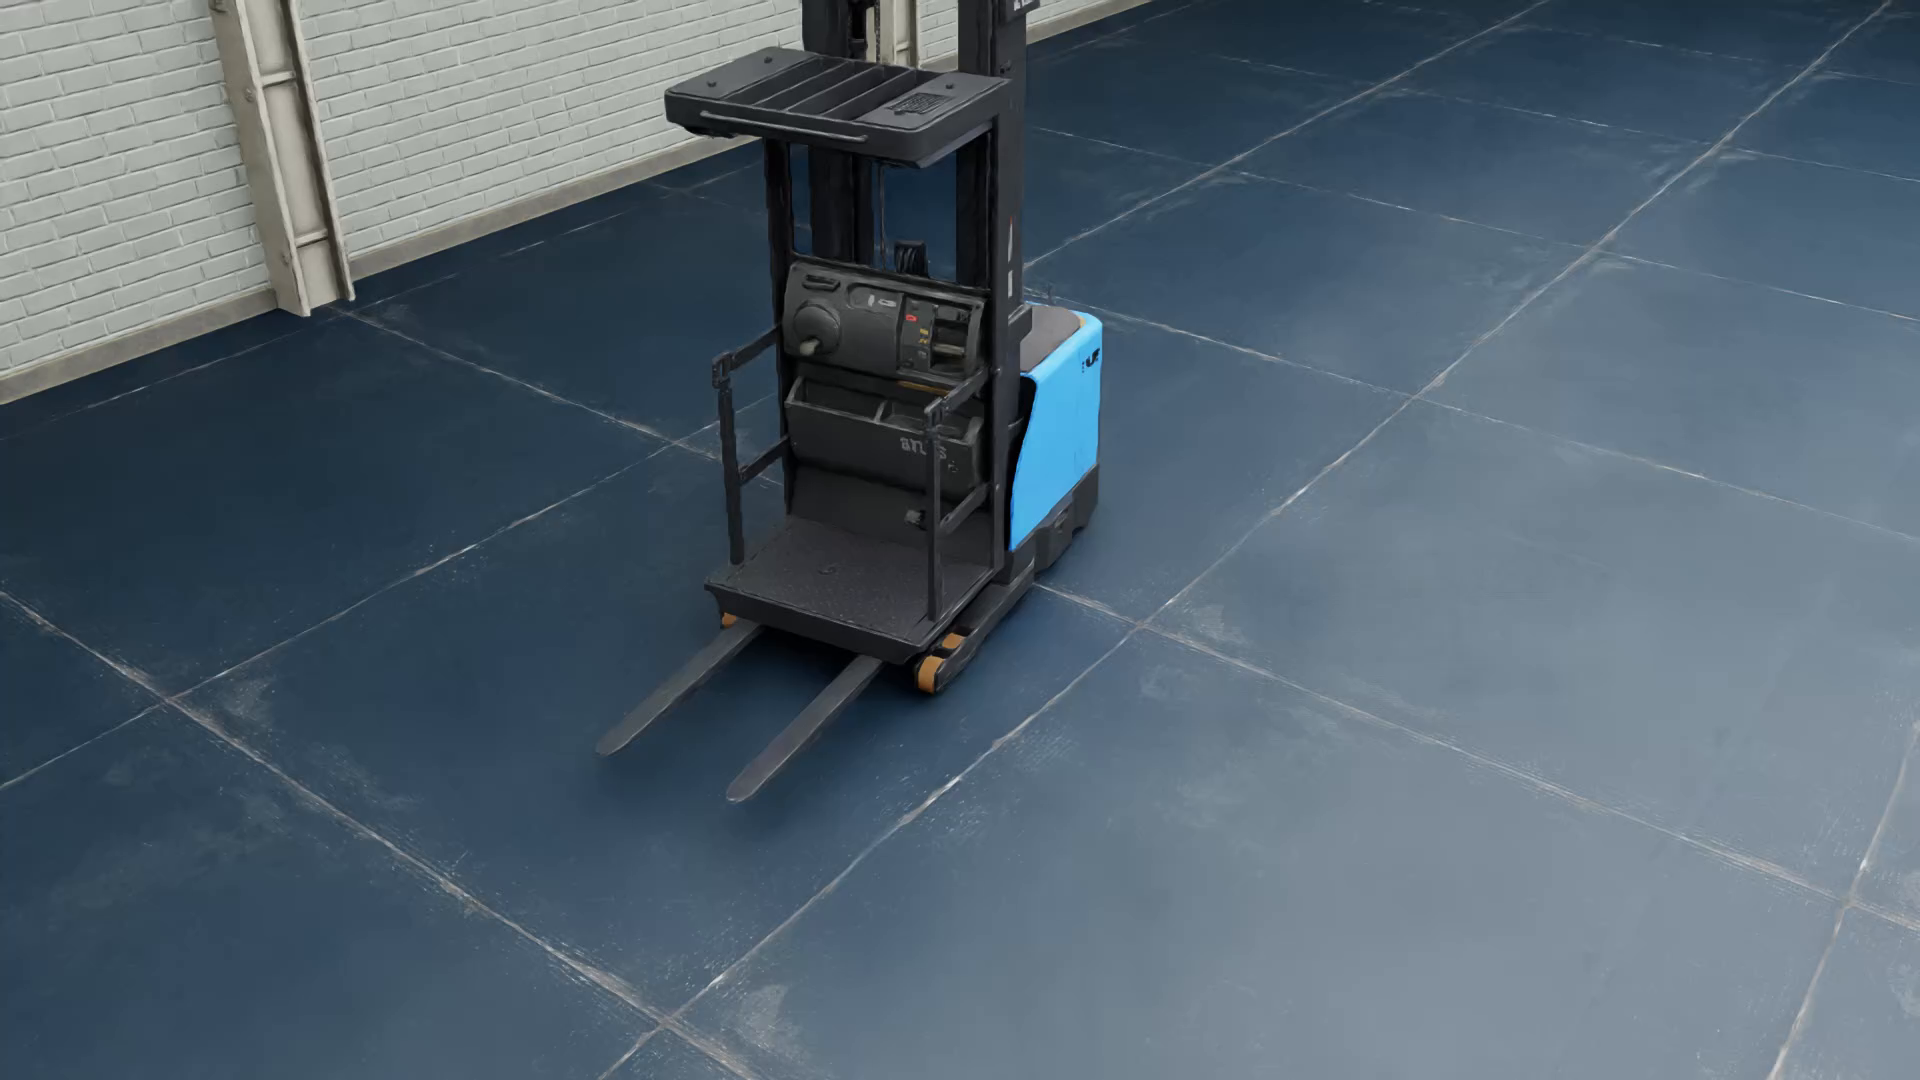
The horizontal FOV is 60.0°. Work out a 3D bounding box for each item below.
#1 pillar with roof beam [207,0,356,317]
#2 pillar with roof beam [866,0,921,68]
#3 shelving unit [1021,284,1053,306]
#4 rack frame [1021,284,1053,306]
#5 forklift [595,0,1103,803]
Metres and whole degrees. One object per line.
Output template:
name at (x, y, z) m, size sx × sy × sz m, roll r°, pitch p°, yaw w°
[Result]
pillar with roof beam at (-0.775, -4.099, 6.340) m, size 9.100 × 9.000 × 0.400 m, roll 21°, pitch 37°, yaw 31°
pillar with roof beam at (2.847, -6.538, 10.455) m, size 9.100 × 9.000 × 0.400 m, roll 21°, pitch 37°, yaw 31°
shelving unit at (0.320, -0.798, 8.567) m, size 0.215 × 1.050 × 0.252 m, roll 15°, pitch 34°, yaw 23°
rack frame at (0.376, -0.853, 8.660) m, size 0.200 × 1.050 × 0.008 m, roll 15°, pitch 34°, yaw 23°
forklift at (-0.424, -0.858, 6.823) m, size 1.130 × 2.935 × 3.031 m, roll 15°, pitch 34°, yaw 23°
